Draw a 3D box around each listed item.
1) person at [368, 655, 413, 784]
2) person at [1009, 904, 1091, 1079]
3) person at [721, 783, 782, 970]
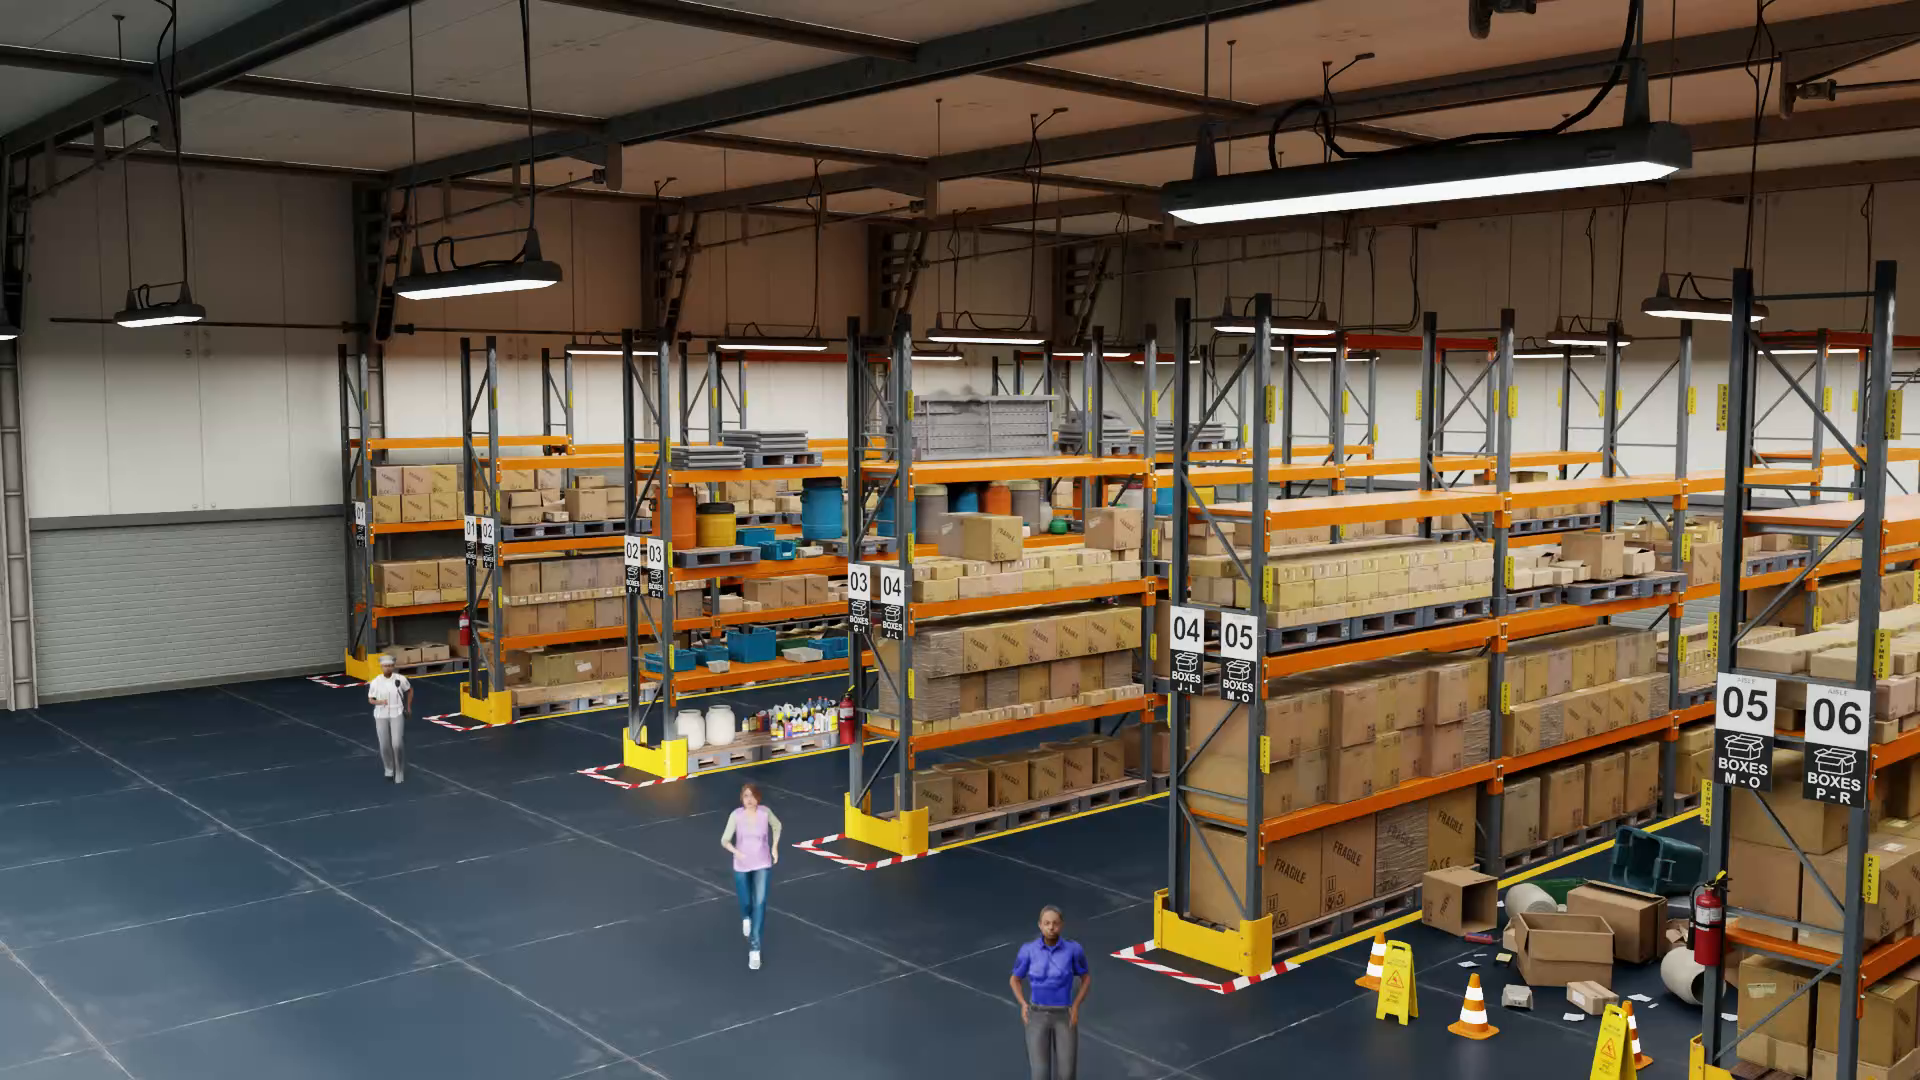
[{"bbox_3d":[-7.506,2.364,21.933,0.542,1.726,0.709,-1,5,-14],"label":"person"},{"bbox_3d":[0.627,3.331,11.555,0.573,1.603,0.563,0,5,3],"label":"person"},{"bbox_3d":[-1.903,3.006,15.206,0.551,1.605,0.876,-1,5,-6],"label":"person"}]
